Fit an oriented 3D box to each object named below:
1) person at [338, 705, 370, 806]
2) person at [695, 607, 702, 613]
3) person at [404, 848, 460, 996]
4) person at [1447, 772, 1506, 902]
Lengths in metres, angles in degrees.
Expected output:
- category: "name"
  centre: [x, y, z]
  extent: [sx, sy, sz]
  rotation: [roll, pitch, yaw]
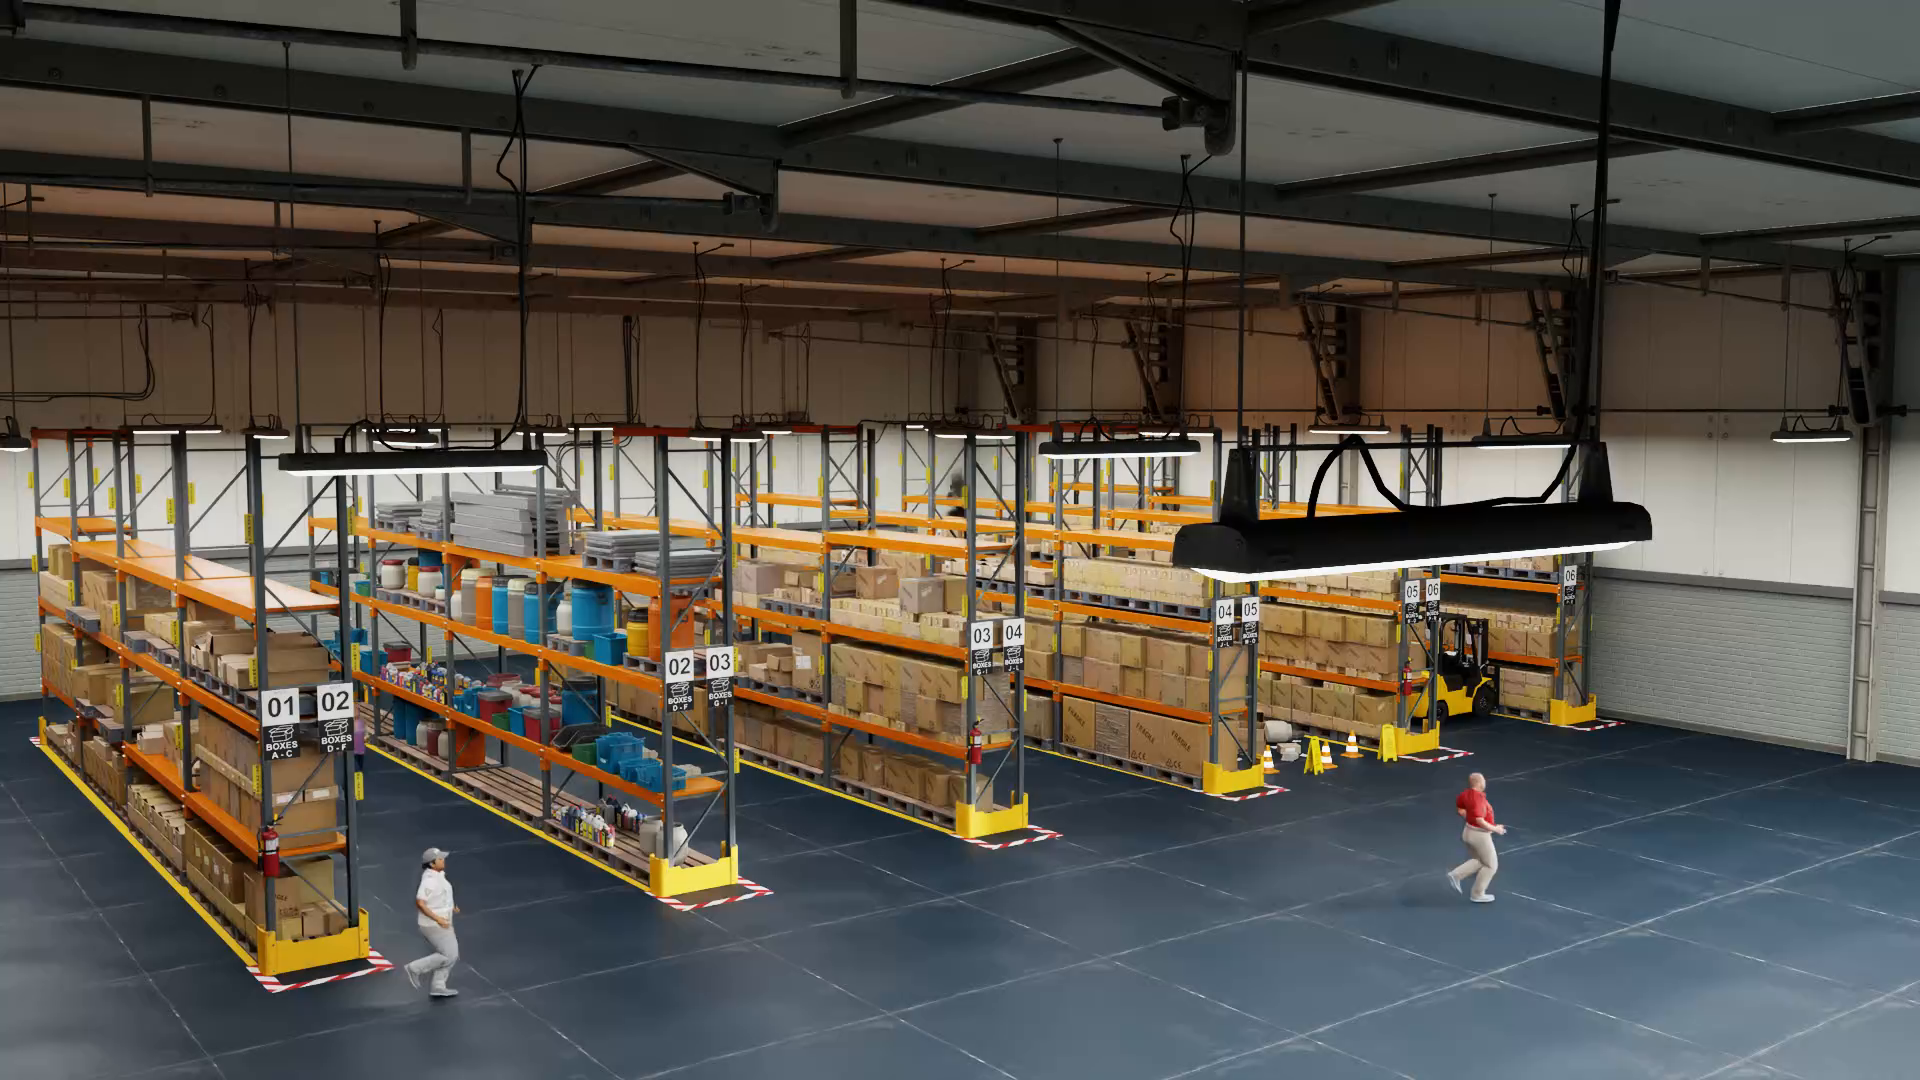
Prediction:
- category: "person"
  centre: [-9.701, 3.443, 26.609]
  extent: [0.682, 1.617, 0.503]
  rotation: [4, 6, 38]
- category: "person"
  centre: [-6.223, 2.426, 39.239]
  extent: [0.695, 1.703, 0.825]
  rotation: [-1, 5, -11]
- category: "person"
  centre: [-5.690, 4.125, 17.924]
  extent: [0.564, 1.630, 0.609]
  rotation: [-1, 5, -13]
- category: "person"
  centre: [6.652, 3.813, 21.367]
  extent: [0.585, 1.673, 0.661]
  rotation: [-1, 5, -8]
